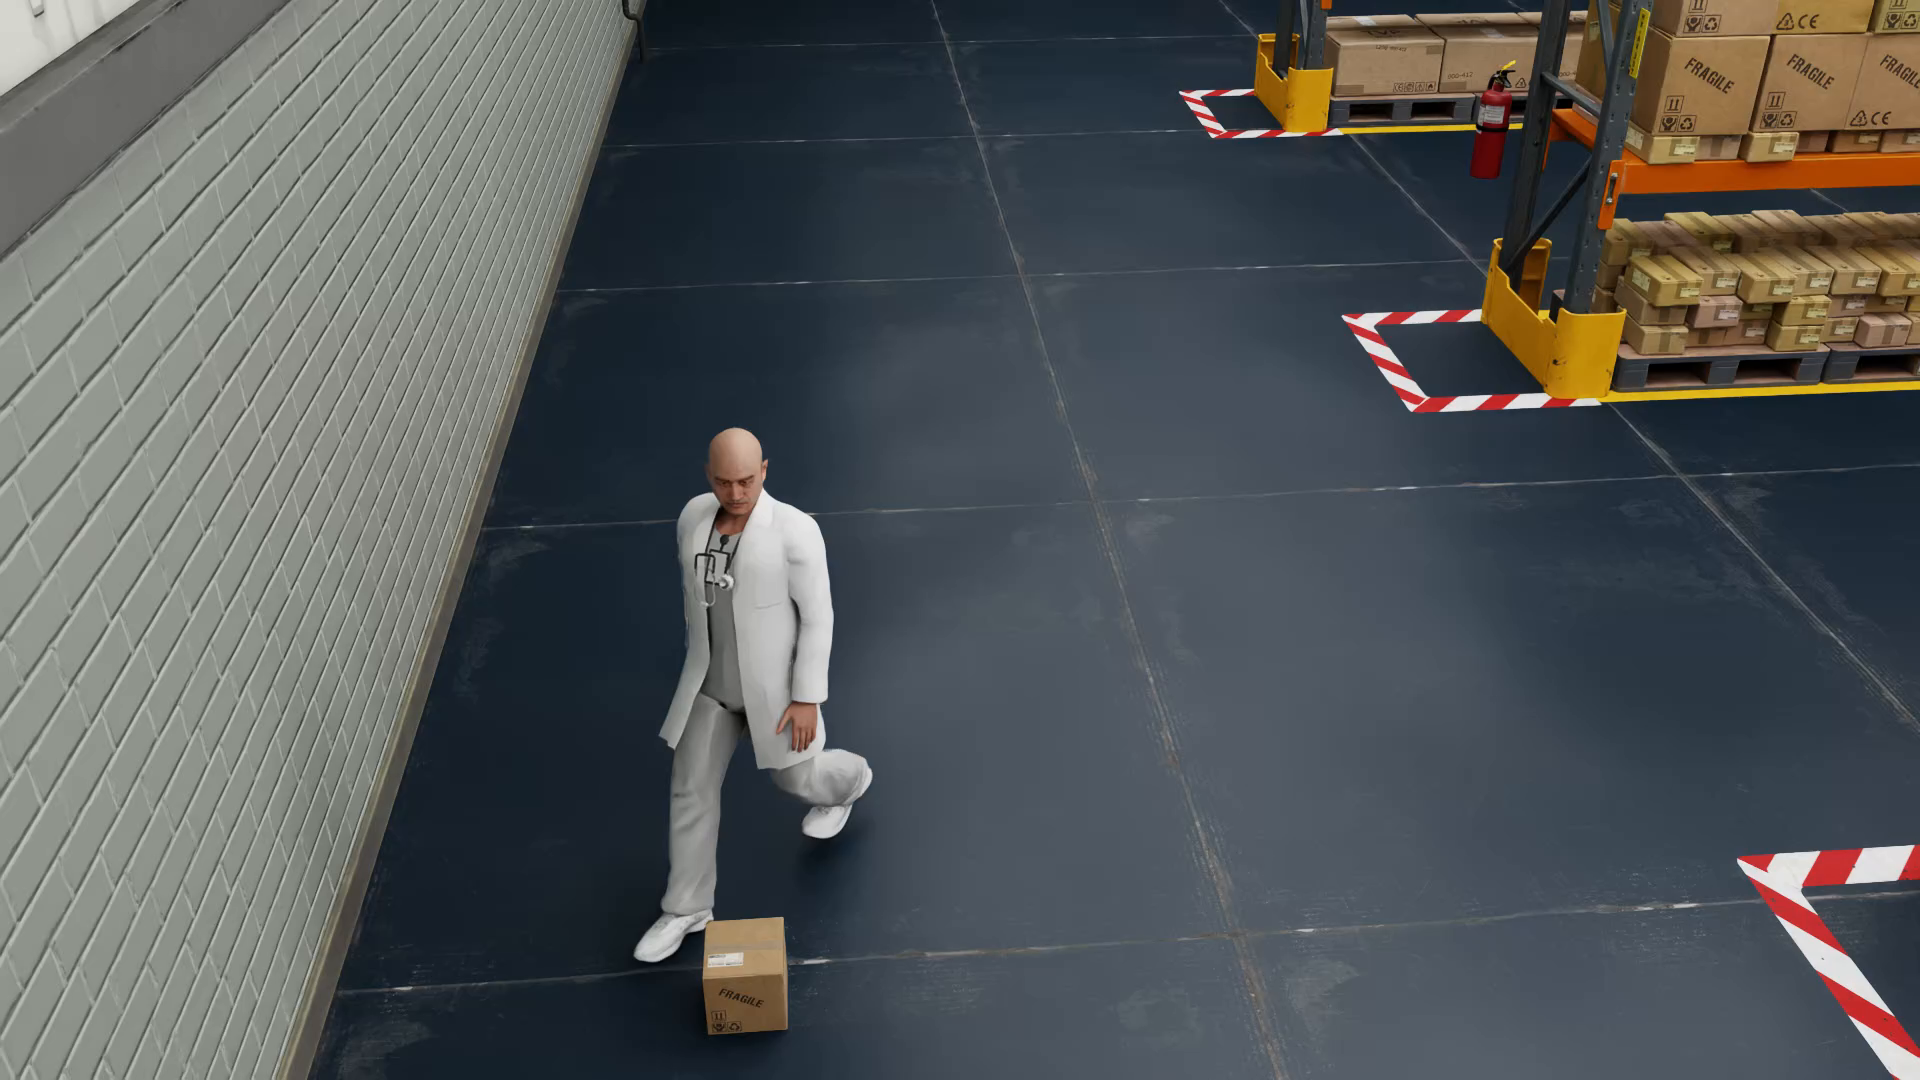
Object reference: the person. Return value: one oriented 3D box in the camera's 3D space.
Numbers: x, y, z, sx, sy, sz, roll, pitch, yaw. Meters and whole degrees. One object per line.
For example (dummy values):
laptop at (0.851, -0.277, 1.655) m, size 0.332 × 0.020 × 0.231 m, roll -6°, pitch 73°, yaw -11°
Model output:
person at (-0.713, 0.470, 5.403) m, size 0.616 × 1.727 × 1.103 m, roll 12°, pitch 33°, yaw 19°
